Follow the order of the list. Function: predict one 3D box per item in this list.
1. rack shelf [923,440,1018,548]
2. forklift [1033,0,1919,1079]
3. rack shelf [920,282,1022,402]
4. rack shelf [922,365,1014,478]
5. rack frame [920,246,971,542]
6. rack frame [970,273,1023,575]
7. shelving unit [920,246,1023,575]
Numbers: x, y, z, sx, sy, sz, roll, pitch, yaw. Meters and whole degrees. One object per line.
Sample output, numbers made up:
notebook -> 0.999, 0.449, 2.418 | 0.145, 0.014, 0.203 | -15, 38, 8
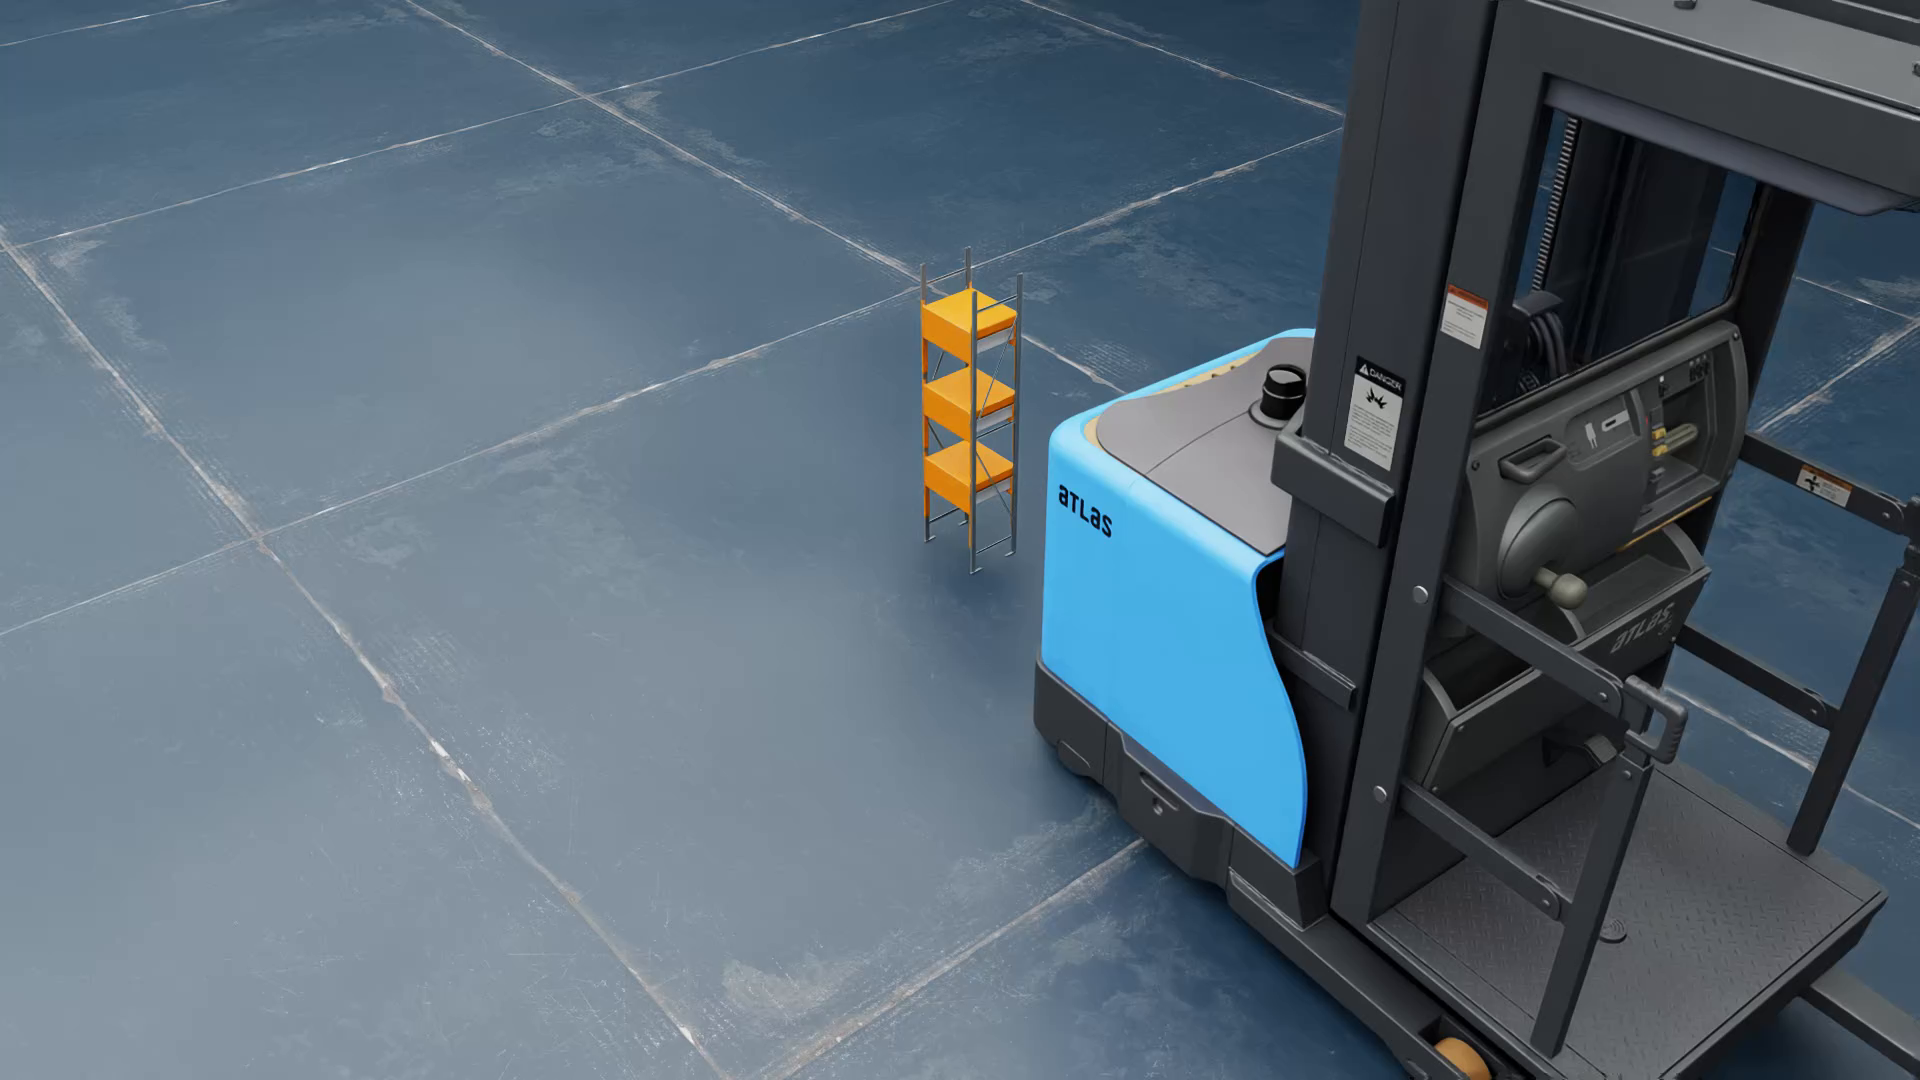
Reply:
rack shelf -> 0.035, -0.169, 5.580 | 0.215, 0.259, 0.240 | -26, 43, -32
forklift -> 1.498, -0.102, 3.358 | 1.130, 2.935, 3.031 | -23, 41, -29
rack shelf -> 0.035, -0.628, 5.255 | 0.215, 0.259, 0.240 | -26, 43, -32
rack shelf -> 0.035, -0.396, 5.419 | 0.215, 0.259, 0.240 | -26, 43, -32
rack frame -> -0.044, -0.459, 5.489 | 0.200, 1.050, 0.008 | -26, 43, -32
rack frame -> 0.113, -0.351, 5.337 | 0.200, 1.050, 0.008 | -26, 43, -32
shelving unit -> 0.035, -0.405, 5.413 | 0.215, 1.050, 0.252 | -26, 43, -32
